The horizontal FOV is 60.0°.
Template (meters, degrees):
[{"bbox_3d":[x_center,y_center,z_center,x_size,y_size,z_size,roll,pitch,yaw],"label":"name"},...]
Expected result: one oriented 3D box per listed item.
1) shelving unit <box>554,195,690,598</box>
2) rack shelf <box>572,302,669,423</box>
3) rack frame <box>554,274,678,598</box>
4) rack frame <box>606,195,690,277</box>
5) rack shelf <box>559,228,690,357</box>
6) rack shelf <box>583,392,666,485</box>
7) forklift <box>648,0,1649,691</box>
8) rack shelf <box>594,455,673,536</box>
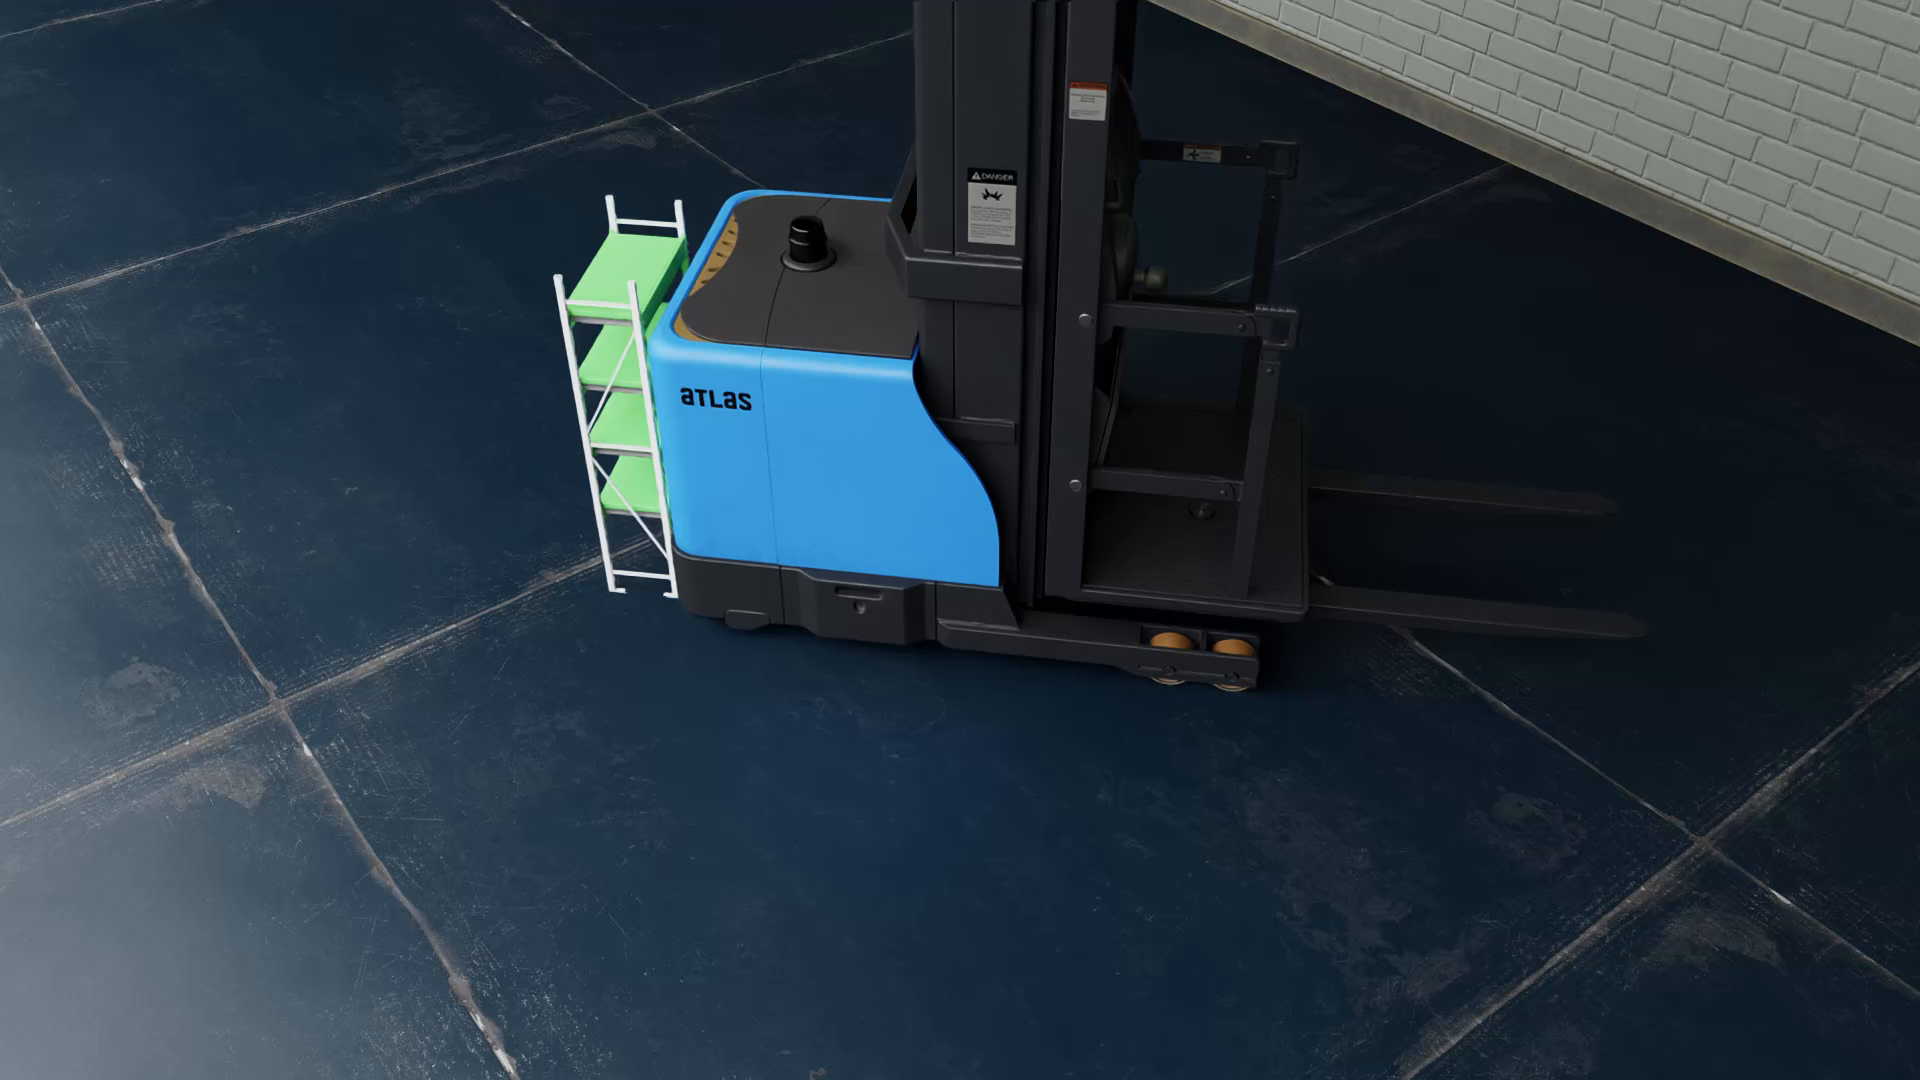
[{"bbox_3d":[-1.014,-0.439,5.339,0.258,1.200,0.503,5,40,6],"label":"shelving unit"},{"bbox_3d":[-1.014,-0.575,5.227,0.258,0.148,0.480,5,40,6],"label":"rack shelf"},{"bbox_3d":[-1.049,-0.286,5.152,0.240,1.200,0.015,5,40,6],"label":"rack frame"},{"bbox_3d":[-0.979,-0.592,5.526,0.240,1.200,0.015,5,40,6],"label":"rack frame"},{"bbox_3d":[-1.014,-0.761,5.075,0.258,0.148,0.480,5,40,6],"label":"rack shelf"},{"bbox_3d":[-1.014,-0.390,5.380,0.258,0.148,0.480,5,40,6],"label":"rack shelf"},{"bbox_3d":[0.645,-1.026,4.689,3.031,2.935,1.130,6,40,7],"label":"forklift"},{"bbox_3d":[-1.014,-0.204,5.532,0.258,0.148,0.480,5,40,6],"label":"rack shelf"}]
